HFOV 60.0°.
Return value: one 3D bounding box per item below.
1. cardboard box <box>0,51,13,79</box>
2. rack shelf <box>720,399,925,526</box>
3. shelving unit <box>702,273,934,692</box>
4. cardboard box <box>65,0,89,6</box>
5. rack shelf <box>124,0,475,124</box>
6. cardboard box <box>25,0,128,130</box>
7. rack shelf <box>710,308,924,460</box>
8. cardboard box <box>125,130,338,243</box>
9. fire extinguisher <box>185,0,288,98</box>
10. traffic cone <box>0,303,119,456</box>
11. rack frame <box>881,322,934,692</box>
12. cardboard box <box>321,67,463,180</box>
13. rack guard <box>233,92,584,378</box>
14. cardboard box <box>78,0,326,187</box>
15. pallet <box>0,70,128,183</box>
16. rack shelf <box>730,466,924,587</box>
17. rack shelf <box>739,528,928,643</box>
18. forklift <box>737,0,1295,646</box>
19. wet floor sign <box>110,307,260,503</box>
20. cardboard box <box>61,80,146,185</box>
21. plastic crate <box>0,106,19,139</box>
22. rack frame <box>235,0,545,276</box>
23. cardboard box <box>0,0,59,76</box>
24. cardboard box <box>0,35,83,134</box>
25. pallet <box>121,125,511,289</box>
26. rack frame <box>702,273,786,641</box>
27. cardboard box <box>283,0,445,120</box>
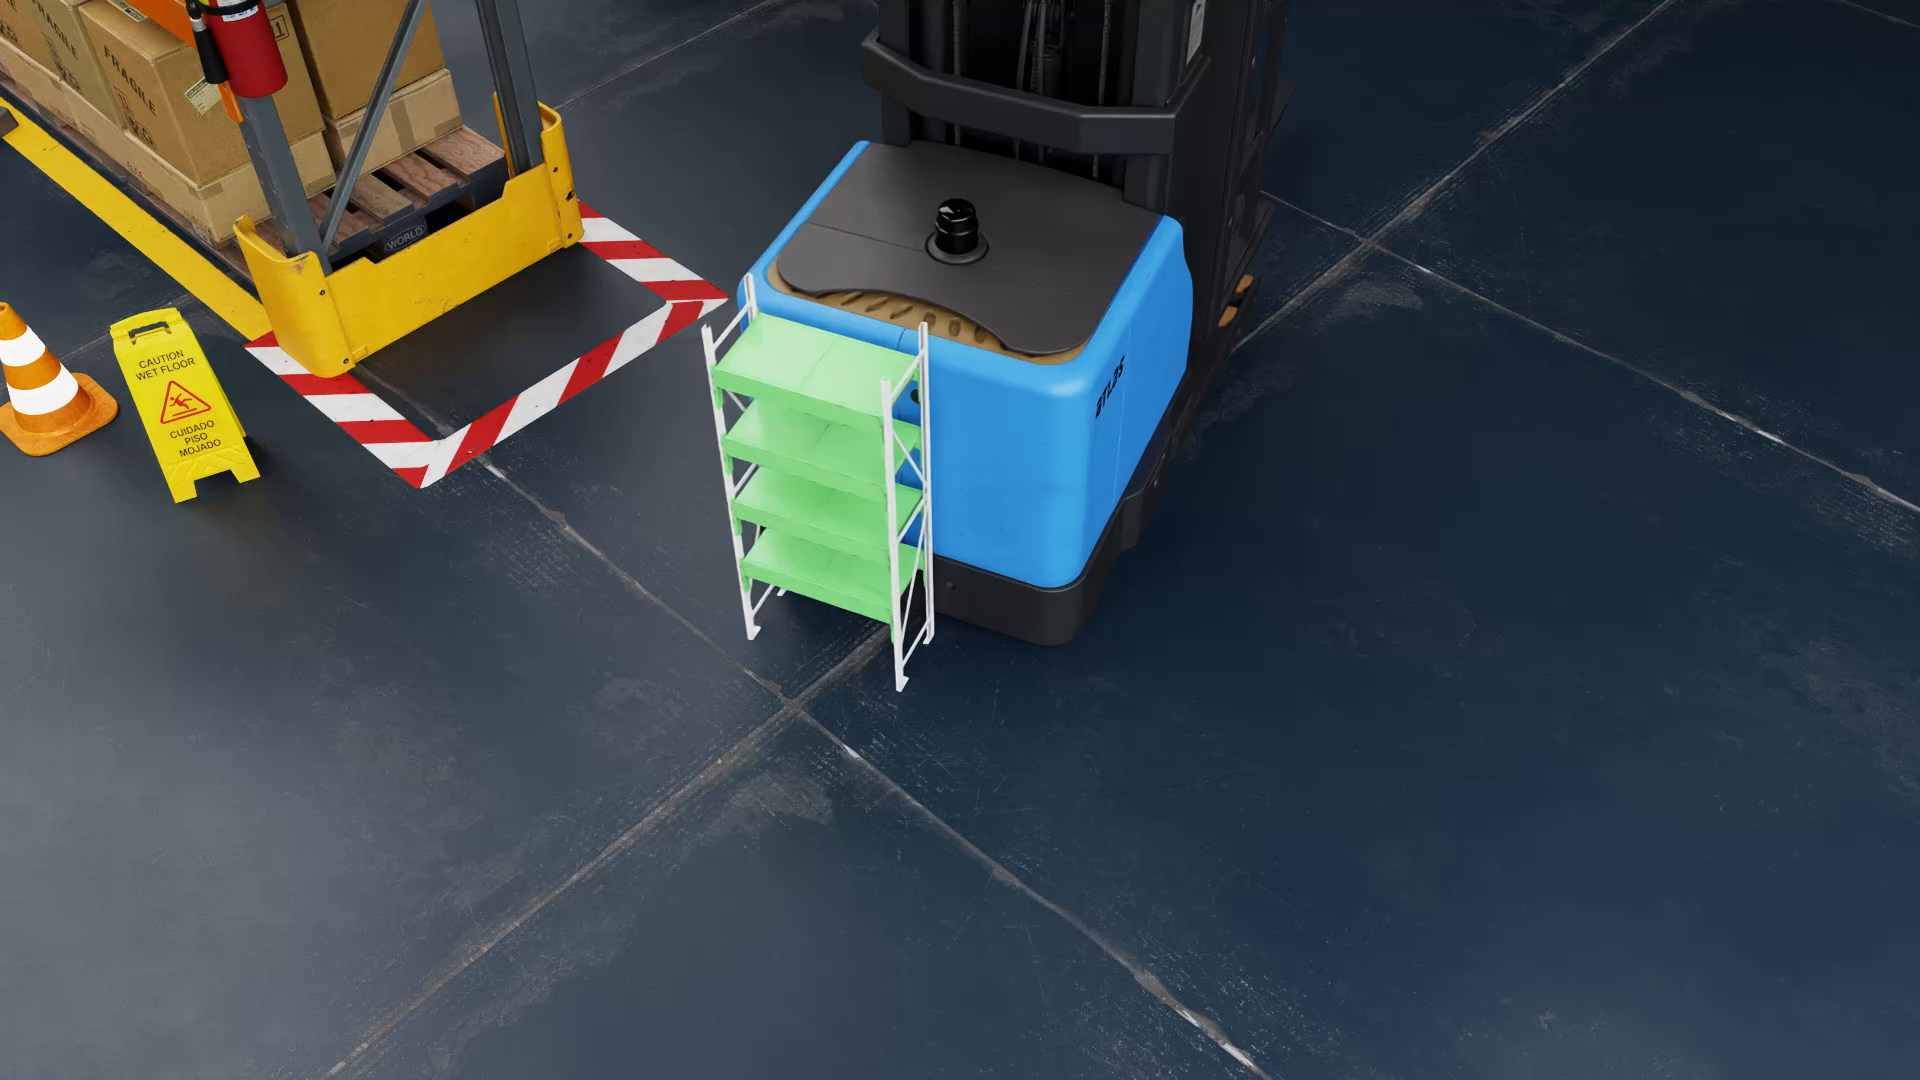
[{"bbox_3d":[-3.773,-2.156,6.814,0.500,0.250,0.500,33,55,27],"label":"cardboard box"},{"bbox_3d":[-0.357,-0.239,4.409,0.480,0.148,0.258,17,50,16],"label":"rack shelf"},{"bbox_3d":[-0.357,-0.119,4.538,0.503,1.200,0.258,17,50,16],"label":"shelving unit"},{"bbox_3d":[-2.956,-2.014,5.722,0.250,0.149,0.380,36,56,29],"label":"cardboard box"},{"bbox_3d":[-3.345,-2.673,6.196,4.000,0.370,1.077,34,55,28],"label":"rack shelf"},{"bbox_3d":[-3.027,-1.902,6.062,0.500,0.500,0.500,36,56,29],"label":"cardboard box"},{"bbox_3d":[-0.358,-0.402,4.233,0.480,0.148,0.258,17,50,16],"label":"rack shelf"},{"bbox_3d":[-2.669,-1.400,6.105,0.500,0.250,0.500,34,55,28],"label":"cardboard box"},{"bbox_3d":[-2.104,-1.600,4.748,0.183,0.674,0.296,34,55,28],"label":"fire extinguisher"},{"bbox_3d":[-3.066,-0.584,5.480,0.334,0.463,0.336,34,55,28],"label":"traffic cone"},{"bbox_3d":[-0.133,-0.049,4.471,0.015,1.200,0.240,17,50,16],"label":"rack frame"},{"bbox_3d":[-2.280,-1.680,6.368,0.500,0.250,0.500,33,55,27],"label":"cardboard box"},{"bbox_3d":[-1.931,-1.112,5.951,0.348,0.500,1.175,34,55,28],"label":"rack guard"},{"bbox_3d":[-2.641,-1.646,5.822,0.500,0.500,0.500,34,56,28],"label":"cardboard box"},{"bbox_3d":[-3.396,-2.037,7.018,1.213,0.211,1.003,34,55,28],"label":"pallet"},{"bbox_3d":[-0.357,-0.076,4.585,0.480,0.148,0.258,17,50,16],"label":"rack shelf"},{"bbox_3d":[-0.356,0.088,4.760,0.480,0.148,0.258,17,50,16],"label":"rack shelf"},{"bbox_3d":[0.434,-1.784,4.915,1.130,2.935,3.031,17,49,16],"label":"forklift"},{"bbox_3d":[-2.461,-0.457,5.237,0.267,0.644,0.232,-21,50,-18],"label":"wet floor sign"},{"bbox_3d":[-3.027,-1.649,6.339,0.500,0.250,0.500,34,55,28],"label":"cardboard box"},{"bbox_3d":[-4.217,-1.693,6.785,0.583,0.080,0.402,17,49,15],"label":"plastic crate"},{"bbox_3d":[-1.875,-1.930,5.005,0.127,3.000,1.000,34,55,28],"label":"rack frame"},{"bbox_3d":[-3.393,-2.156,6.300,0.500,0.500,0.500,33,55,27],"label":"cardboard box"},{"bbox_3d":[-3.415,-1.905,6.579,0.500,0.250,0.500,32,55,26],"label":"cardboard box"},{"bbox_3d":[-2.504,-1.434,6.452,1.213,0.211,1.003,34,55,28],"label":"pallet"},{"bbox_3d":[-0.581,-0.190,4.604,0.015,1.200,0.240,17,50,16],"label":"rack frame"},{"bbox_3d":[-2.298,-1.948,6.105,0.500,0.500,0.500,32,55,27],"label":"cardboard box"}]
